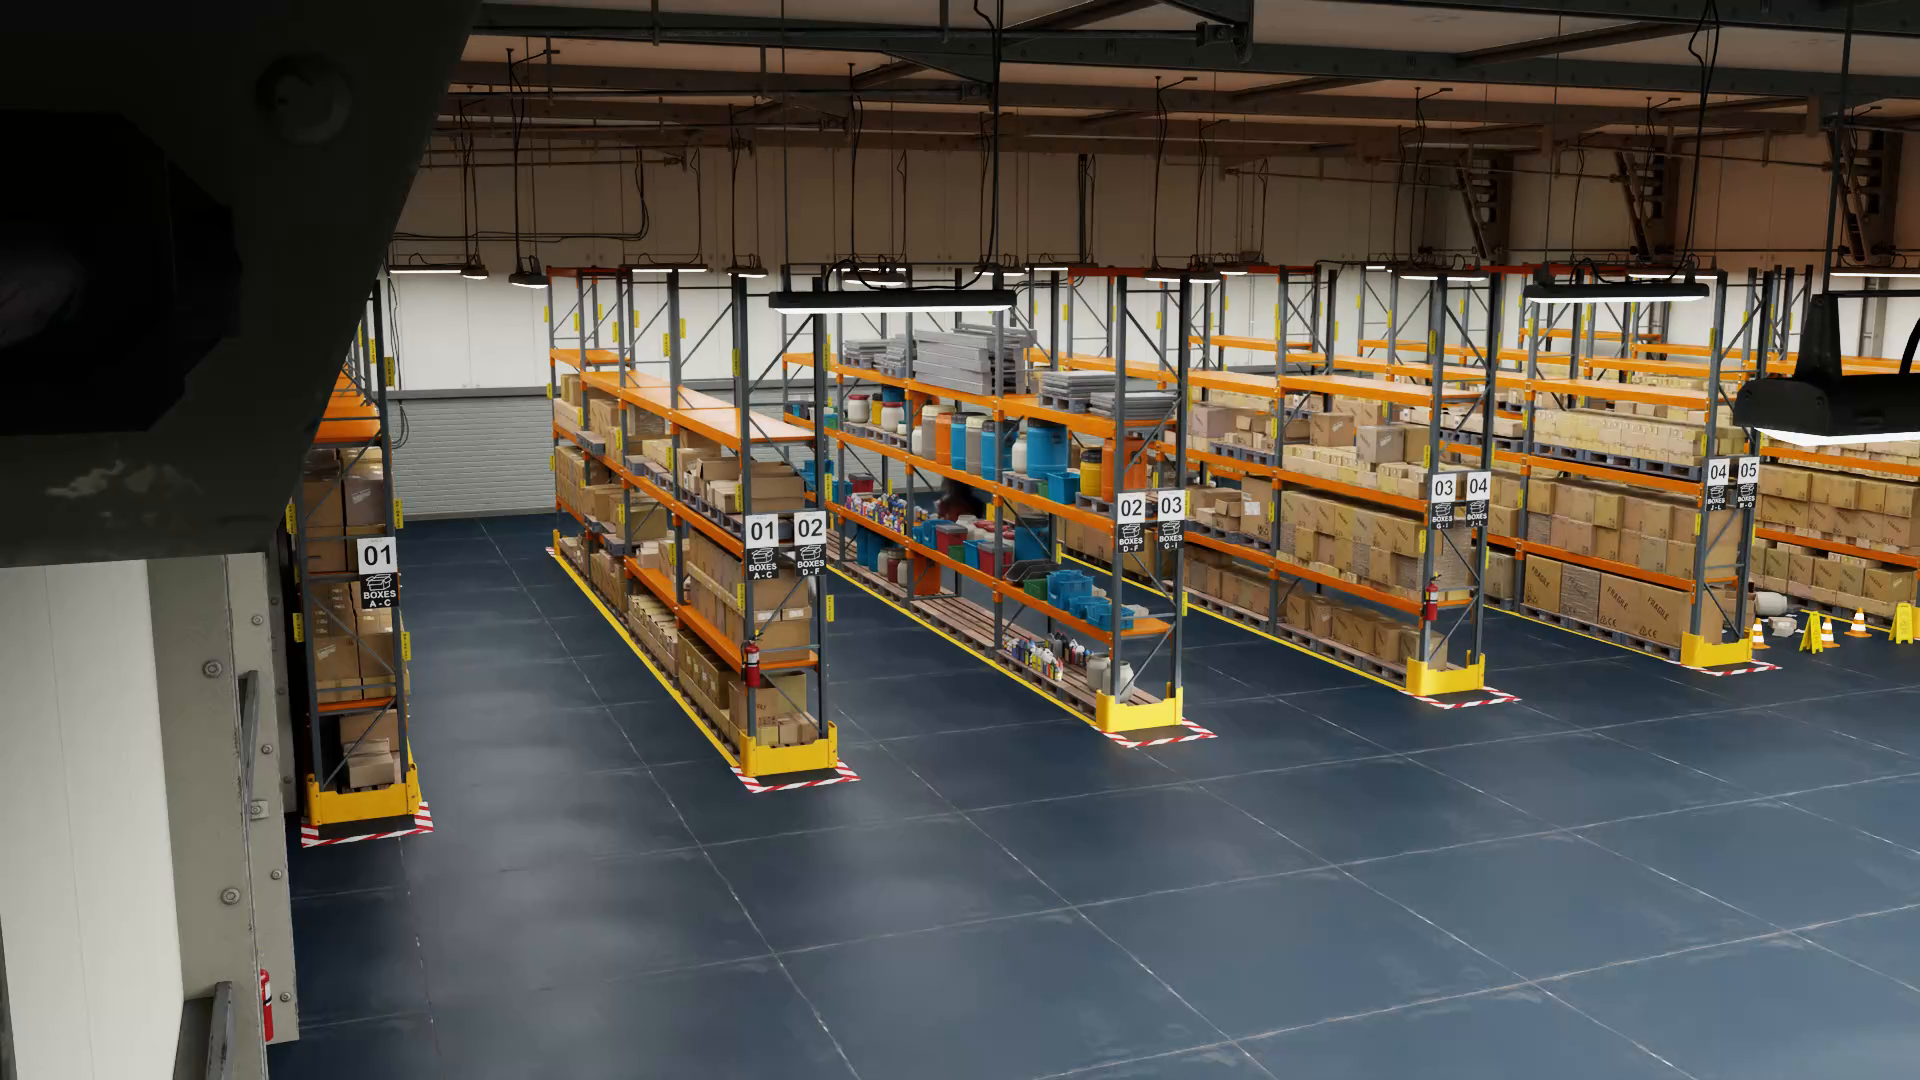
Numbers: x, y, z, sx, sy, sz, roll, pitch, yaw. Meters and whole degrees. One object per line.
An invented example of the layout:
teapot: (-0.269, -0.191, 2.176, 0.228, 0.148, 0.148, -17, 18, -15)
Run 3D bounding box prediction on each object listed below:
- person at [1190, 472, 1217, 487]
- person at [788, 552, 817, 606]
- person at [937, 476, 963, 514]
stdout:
person: (5.444, -0.855, 37.229, 0.585, 1.444, 1.082, 0, 10, -3)
person: (-2.479, 0.568, 26.791, 0.658, 1.701, 0.793, -5, 11, -27)
person: (-0.232, -1.414, 39.985, 0.576, 1.655, 0.661, 1, 10, 8)
